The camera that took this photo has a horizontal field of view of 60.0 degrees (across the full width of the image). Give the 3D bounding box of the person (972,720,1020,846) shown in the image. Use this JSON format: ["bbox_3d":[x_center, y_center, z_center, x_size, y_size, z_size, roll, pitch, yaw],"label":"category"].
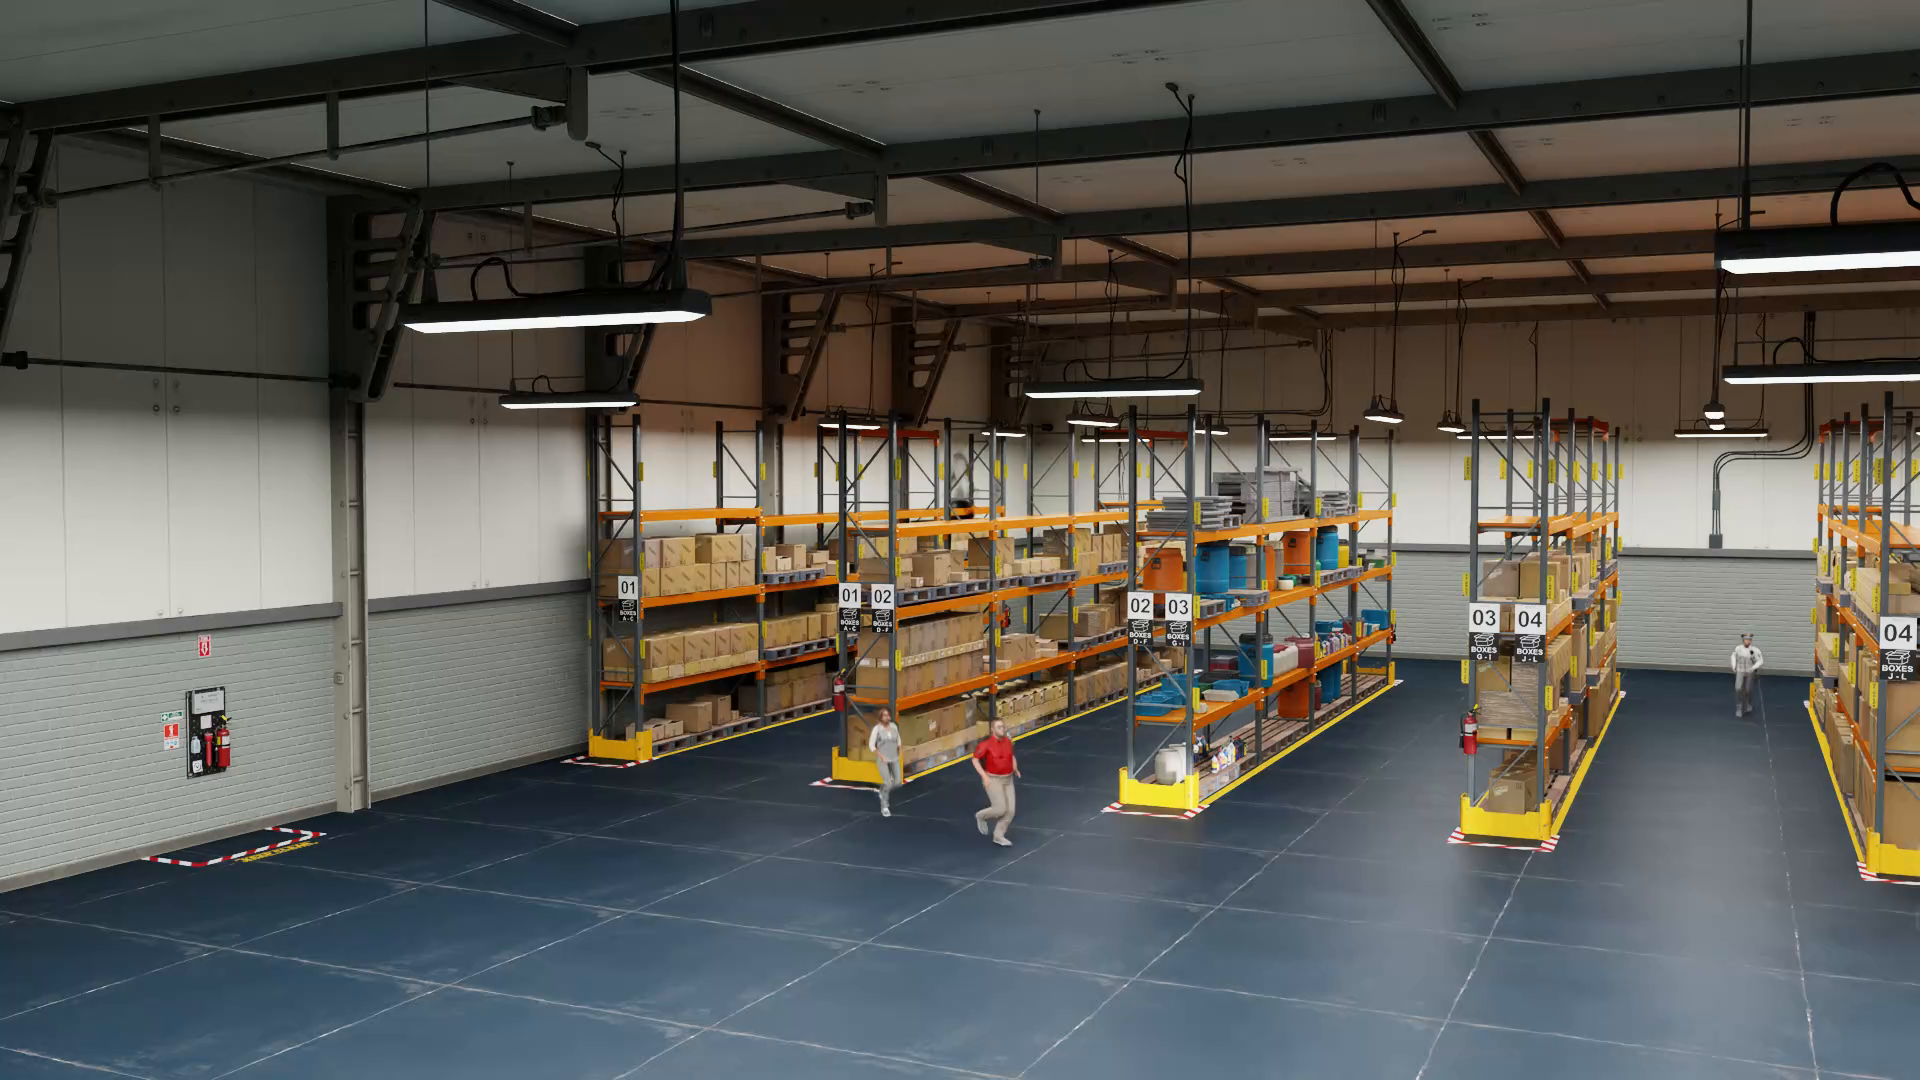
[{"bbox_3d":[0.516,3.250,22.349,0.679,1.675,0.592,-2,3,-38],"label":"person"}]

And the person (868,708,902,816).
[{"bbox_3d":[-1.069,3.237,24.258,0.545,1.552,0.490,-1,3,-29],"label":"person"}]

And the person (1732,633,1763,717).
[{"bbox_3d":[16.161,2.763,34.171,0.624,1.728,0.850,2,3,35],"label":"person"}]
